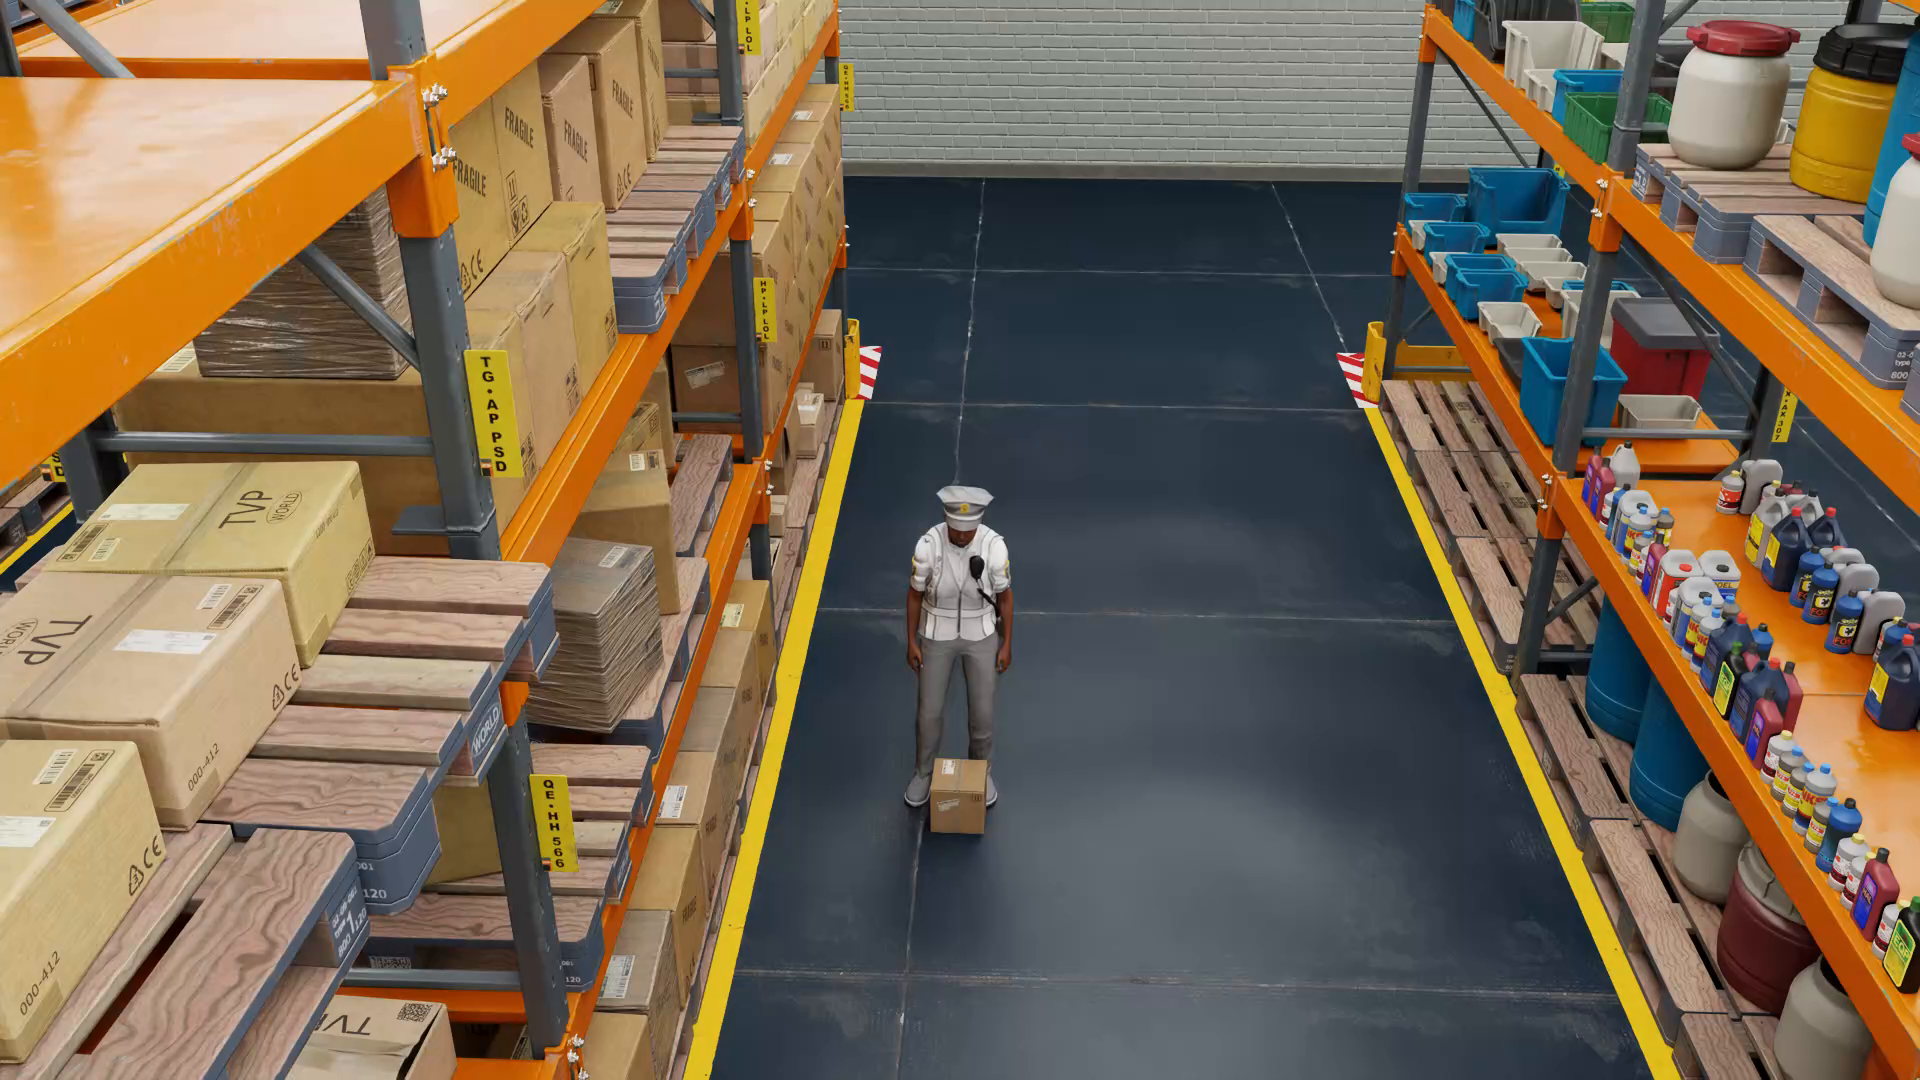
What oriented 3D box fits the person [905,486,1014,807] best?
[{"bbox_3d":[-0.009,0.481,7.725,0.512,1.657,0.399,1,28,1],"label":"person"}]
